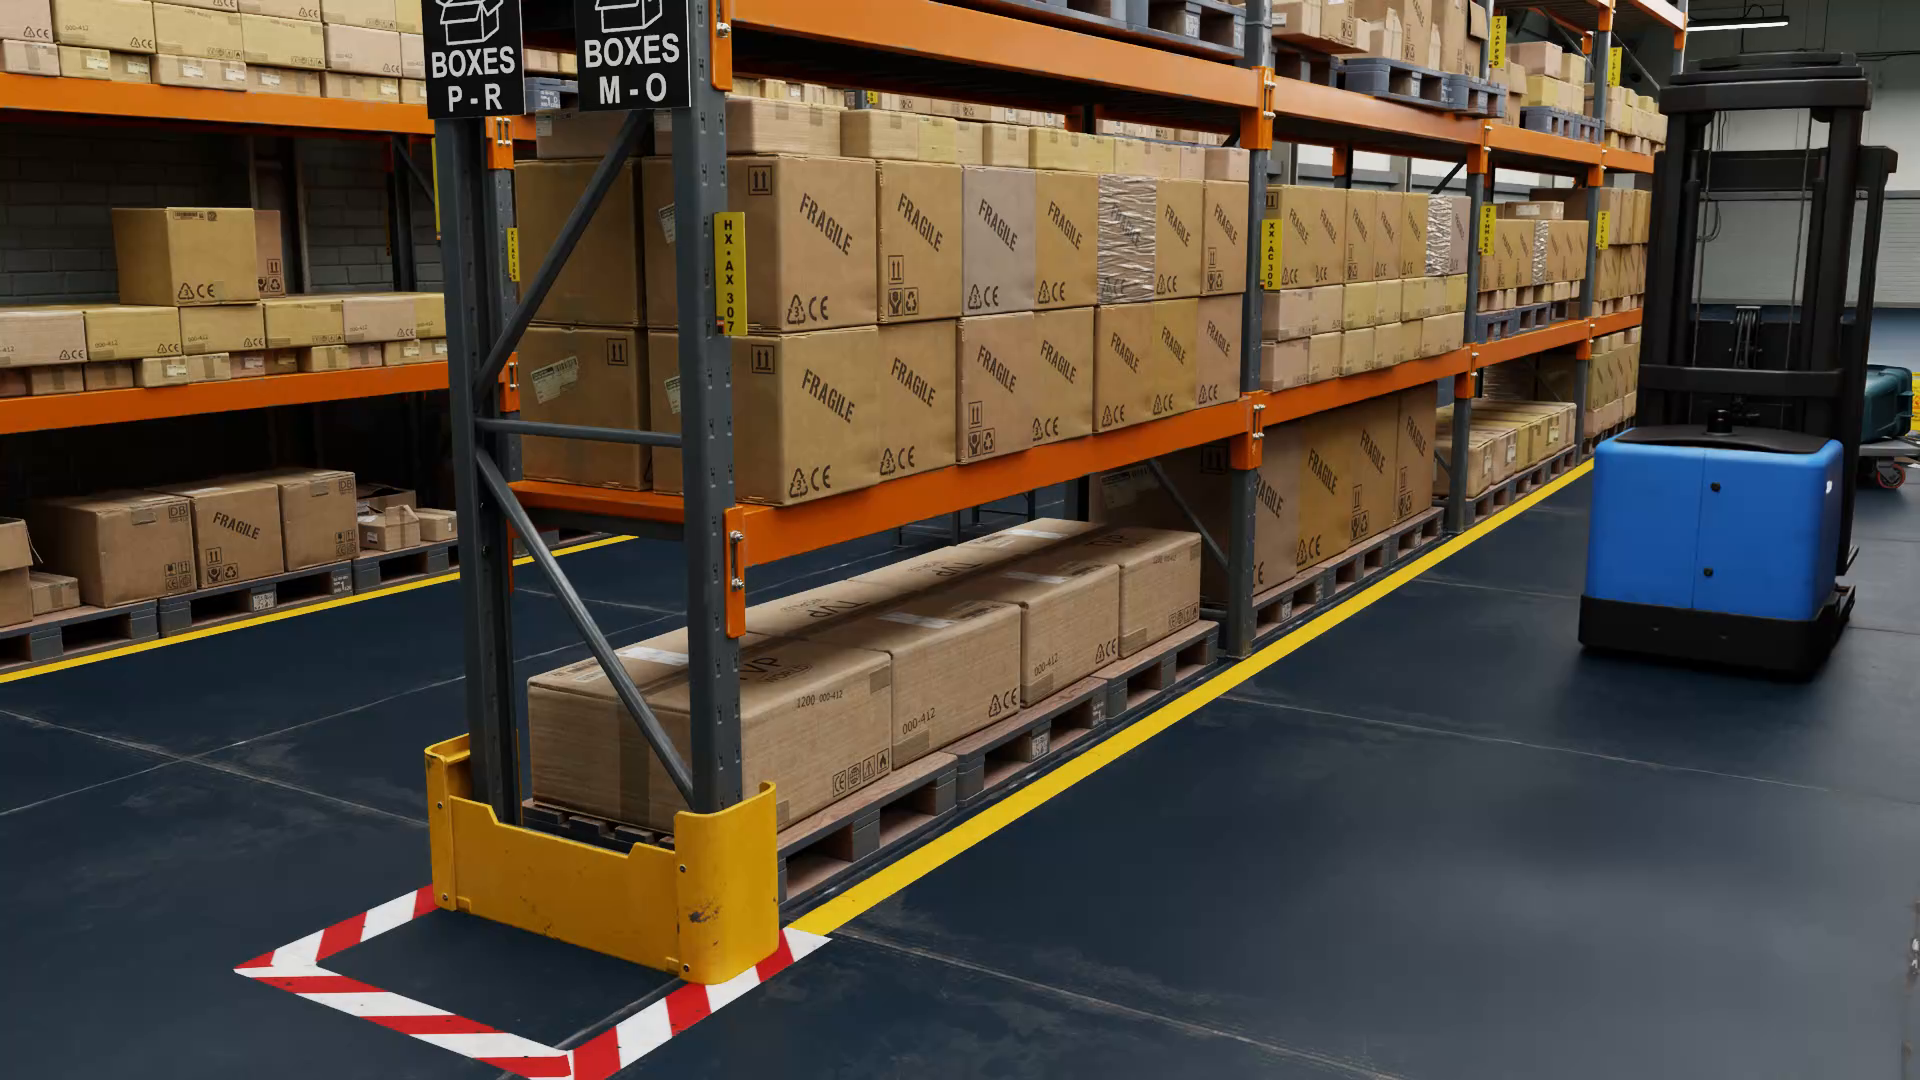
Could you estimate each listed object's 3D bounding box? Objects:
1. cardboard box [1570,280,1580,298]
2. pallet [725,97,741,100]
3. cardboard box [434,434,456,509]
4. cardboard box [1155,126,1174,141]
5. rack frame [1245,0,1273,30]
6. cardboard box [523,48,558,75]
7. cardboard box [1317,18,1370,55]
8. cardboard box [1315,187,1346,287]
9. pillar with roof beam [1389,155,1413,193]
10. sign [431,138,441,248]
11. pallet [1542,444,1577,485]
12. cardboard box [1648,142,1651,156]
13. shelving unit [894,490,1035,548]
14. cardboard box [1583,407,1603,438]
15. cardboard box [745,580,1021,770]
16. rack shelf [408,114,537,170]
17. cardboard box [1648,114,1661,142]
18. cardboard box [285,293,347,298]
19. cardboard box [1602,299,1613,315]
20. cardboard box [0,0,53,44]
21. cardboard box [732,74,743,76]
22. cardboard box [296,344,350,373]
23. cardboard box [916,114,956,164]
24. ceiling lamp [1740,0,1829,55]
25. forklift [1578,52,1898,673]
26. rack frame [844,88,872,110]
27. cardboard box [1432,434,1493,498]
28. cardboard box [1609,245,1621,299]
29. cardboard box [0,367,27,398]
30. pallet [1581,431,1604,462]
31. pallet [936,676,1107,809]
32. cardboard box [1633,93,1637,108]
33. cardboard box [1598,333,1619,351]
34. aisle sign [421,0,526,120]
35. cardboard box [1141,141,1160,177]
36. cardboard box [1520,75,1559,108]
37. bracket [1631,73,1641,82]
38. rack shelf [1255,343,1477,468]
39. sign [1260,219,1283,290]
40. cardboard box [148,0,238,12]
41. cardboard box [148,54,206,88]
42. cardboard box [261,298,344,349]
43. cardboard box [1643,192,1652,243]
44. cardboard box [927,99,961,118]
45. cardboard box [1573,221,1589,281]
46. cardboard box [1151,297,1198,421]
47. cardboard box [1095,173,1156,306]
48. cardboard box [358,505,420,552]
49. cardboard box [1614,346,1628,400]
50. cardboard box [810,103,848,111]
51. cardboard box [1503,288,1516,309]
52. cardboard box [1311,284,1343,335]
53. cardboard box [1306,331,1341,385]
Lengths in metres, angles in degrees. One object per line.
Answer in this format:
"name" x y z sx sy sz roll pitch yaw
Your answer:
"cardboard box" 5.112 -2.167 14.331 0.380 0.149 0.250 7 12 32
"pallet" -2.320 -3.048 11.855 1.213 0.211 1.003 6 12 31
"cardboard box" -3.252 -0.490 11.484 0.500 0.500 0.500 6 12 30
"cardboard box" 2.001 -4.742 18.699 0.797 0.503 0.637 7 13 33
"rack frame" 0.990 -3.881 7.647 1.000 3.000 0.127 6 12 31
"cardboard box" -2.759 -3.022 10.476 0.380 0.149 0.250 7 12 32
"cardboard box" 1.946 -2.664 8.790 0.380 0.166 0.250 5 12 27
"cardboard box" 1.704 -1.598 8.762 0.500 0.500 0.500 6 12 30
"pillar with roof beam" 11.753 -7.695 28.017 9.100 9.000 0.548 6 12 31
"sign" -1.543 -1.043 4.999 0.100 0.325 0.005 6 12 31
"pallet" 4.740 -0.698 14.522 1.003 0.211 1.213 6 12 31
"cardboard box" 6.728 -3.930 16.741 0.380 0.149 0.250 6 12 30
"shelving unit" 0.044 -0.751 11.302 0.538 1.500 1.048 6 12 31
"cardboard box" 5.680 -1.113 15.492 0.500 0.250 0.500 6 12 28
"cardboard box" -0.362 0.491 6.415 0.875 0.438 0.875 7 13 32
"rack shelf" -2.216 -2.842 12.199 1.077 0.370 4.000 6 12 31
"cardboard box" 6.657 -4.100 16.563 0.500 0.250 0.500 7 13 32
"cardboard box" -3.997 -1.347 10.012 0.500 0.250 0.500 6 12 30
"cardboard box" 5.938 -2.211 15.711 0.380 0.149 0.250 7 13 32
"cardboard box" -4.621 -2.450 7.750 0.500 0.250 0.500 7 13 32
"cardboard box" -1.777 -3.492 12.233 0.380 0.149 0.250 6 12 31
"cardboard box" -3.703 -1.041 9.460 0.380 0.149 0.250 6 12 30
"cardboard box" -0.237 -1.313 5.482 0.380 0.149 0.250 6 12 29
"ceiling lamp" 19.472 -12.745 39.128 2.000 3.185 0.800 6 12 31
"forklift" 4.295 -1.039 8.951 1.130 2.935 3.031 7 13 32
"rack frame" -1.178 -4.984 13.537 1.000 3.000 0.127 6 12 31
"cardboard box" 3.368 -0.564 12.232 0.950 0.372 0.625 5 12 27
"cardboard box" 5.851 -2.510 15.544 0.500 0.500 0.500 6 12 30
"cardboard box" -4.727 -0.768 8.004 0.380 0.149 0.250 6 12 30
"pallet" 5.462 -0.929 15.759 1.003 0.211 1.213 6 12 31
"pallet" -0.104 0.743 6.828 1.003 0.211 1.213 6 12 31
"cardboard box" 6.215 -4.162 15.814 0.380 0.149 0.250 6 12 30
"cardboard box" 6.062 -1.895 15.870 0.380 0.149 0.250 7 13 33
"aisle sign" -1.389 -1.600 4.697 0.394 0.787 0.004 6 12 31
"cardboard box" 0.618 -1.602 7.025 0.380 0.149 0.250 6 12 30
"cardboard box" 4.431 -3.533 13.204 0.500 0.250 0.500 7 12 31
"bracket" 19.169 -13.110 47.162 0.235 0.232 0.430 6 12 31
"rack shelf" 2.028 -0.894 9.946 1.077 0.370 4.000 6 12 31
"sign" 1.465 -1.344 7.830 0.100 0.325 0.005 6 12 31
"cardboard box" -4.101 -2.855 8.558 0.500 0.250 0.500 7 13 32
"cardboard box" -4.088 -2.388 8.503 0.380 0.149 0.250 6 12 31
"cardboard box" -3.828 -1.218 9.323 0.500 0.250 0.500 6 12 30
"cardboard box" 6.695 -3.237 16.709 0.700 0.500 0.500 6 12 30
"cardboard box" -0.417 -3.994 14.715 0.700 0.500 0.500 6 12 30
"cardboard box" 5.100 -2.498 14.339 0.500 0.500 0.500 6 12 30
"cardboard box" 0.705 -0.803 7.235 0.500 0.500 0.500 6 12 29
"cardboard box" 0.454 -1.213 6.706 0.500 0.500 0.500 7 12 31
"cardboard box" -3.478 -0.097 10.024 0.396 0.266 0.258 7 13 33
"cardboard box" 6.219 -1.648 16.313 0.500 0.500 0.500 7 13 34
"cardboard box" -1.237 -3.332 13.272 0.500 0.250 0.500 6 12 29
"cardboard box" 3.912 -1.799 12.369 0.380 0.149 0.250 6 12 31
"cardboard box" 1.706 -1.232 8.845 0.500 0.250 0.500 7 12 32
"cardboard box" 1.711 -0.984 8.883 0.500 0.250 0.500 6 12 29
